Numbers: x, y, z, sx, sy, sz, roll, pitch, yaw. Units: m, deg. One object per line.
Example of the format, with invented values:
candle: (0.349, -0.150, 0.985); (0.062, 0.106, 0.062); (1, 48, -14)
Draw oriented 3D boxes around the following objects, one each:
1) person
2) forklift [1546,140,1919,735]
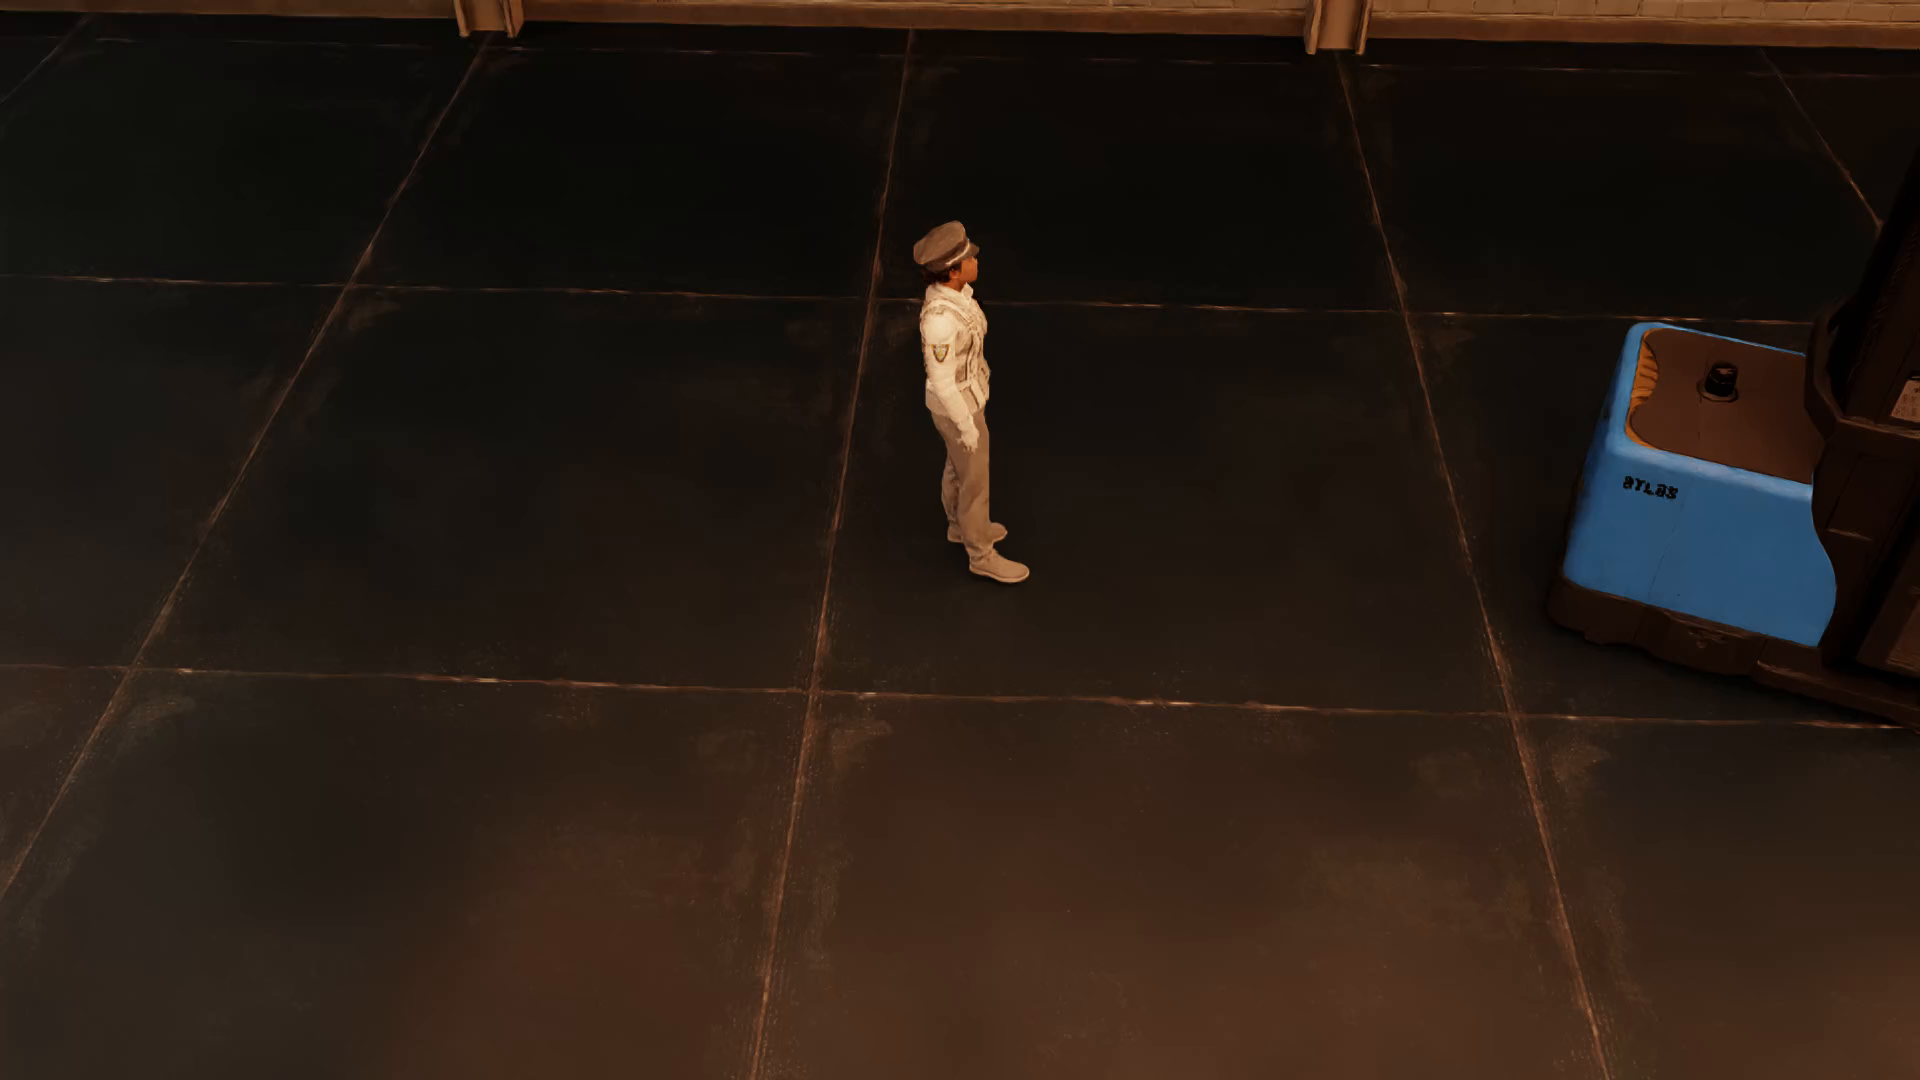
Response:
person: (0.067, -0.625, 7.332); (0.533, 1.695, 0.586); (2, 42, 2)
forklift: (4.200, -0.602, 6.402); (3.031, 2.935, 1.130); (16, 45, 16)
